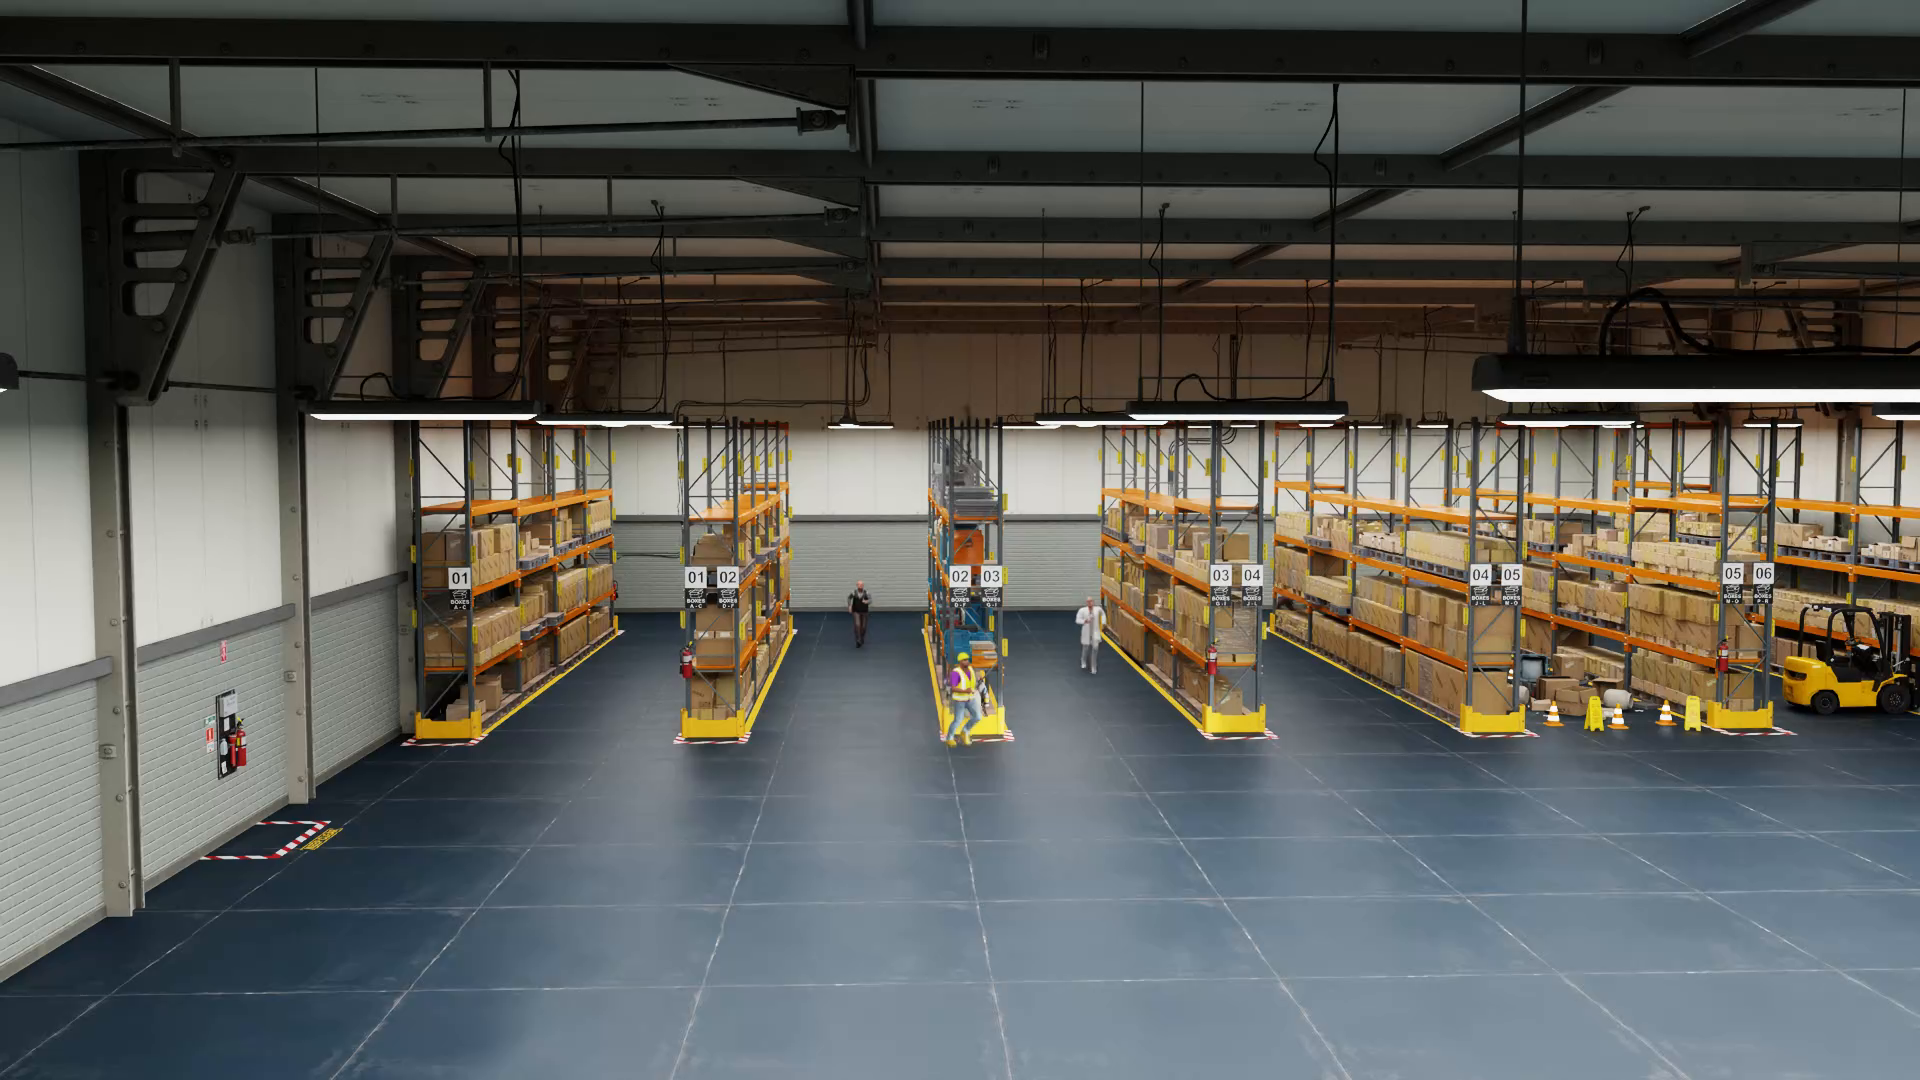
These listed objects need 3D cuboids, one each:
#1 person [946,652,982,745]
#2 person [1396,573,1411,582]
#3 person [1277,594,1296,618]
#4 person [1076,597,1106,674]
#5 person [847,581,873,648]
[{"bbox_3d":[0.097,2.874,30.048,0.715,1.713,0.827,-3,5,-39],"label":"person"},{"bbox_3d":[13.264,1.730,49.334,0.901,1.523,0.605,0,4,5],"label":"person"},{"bbox_3d":[9.655,1.682,49.085,0.855,1.772,0.831,1,4,10],"label":"person"},{"bbox_3d":[3.117,2.261,39.580,0.733,1.844,0.984,0,4,1],"label":"person"},{"bbox_3d":[-2.648,1.958,44.200,0.644,1.738,0.921,-1,4,-11],"label":"person"}]
